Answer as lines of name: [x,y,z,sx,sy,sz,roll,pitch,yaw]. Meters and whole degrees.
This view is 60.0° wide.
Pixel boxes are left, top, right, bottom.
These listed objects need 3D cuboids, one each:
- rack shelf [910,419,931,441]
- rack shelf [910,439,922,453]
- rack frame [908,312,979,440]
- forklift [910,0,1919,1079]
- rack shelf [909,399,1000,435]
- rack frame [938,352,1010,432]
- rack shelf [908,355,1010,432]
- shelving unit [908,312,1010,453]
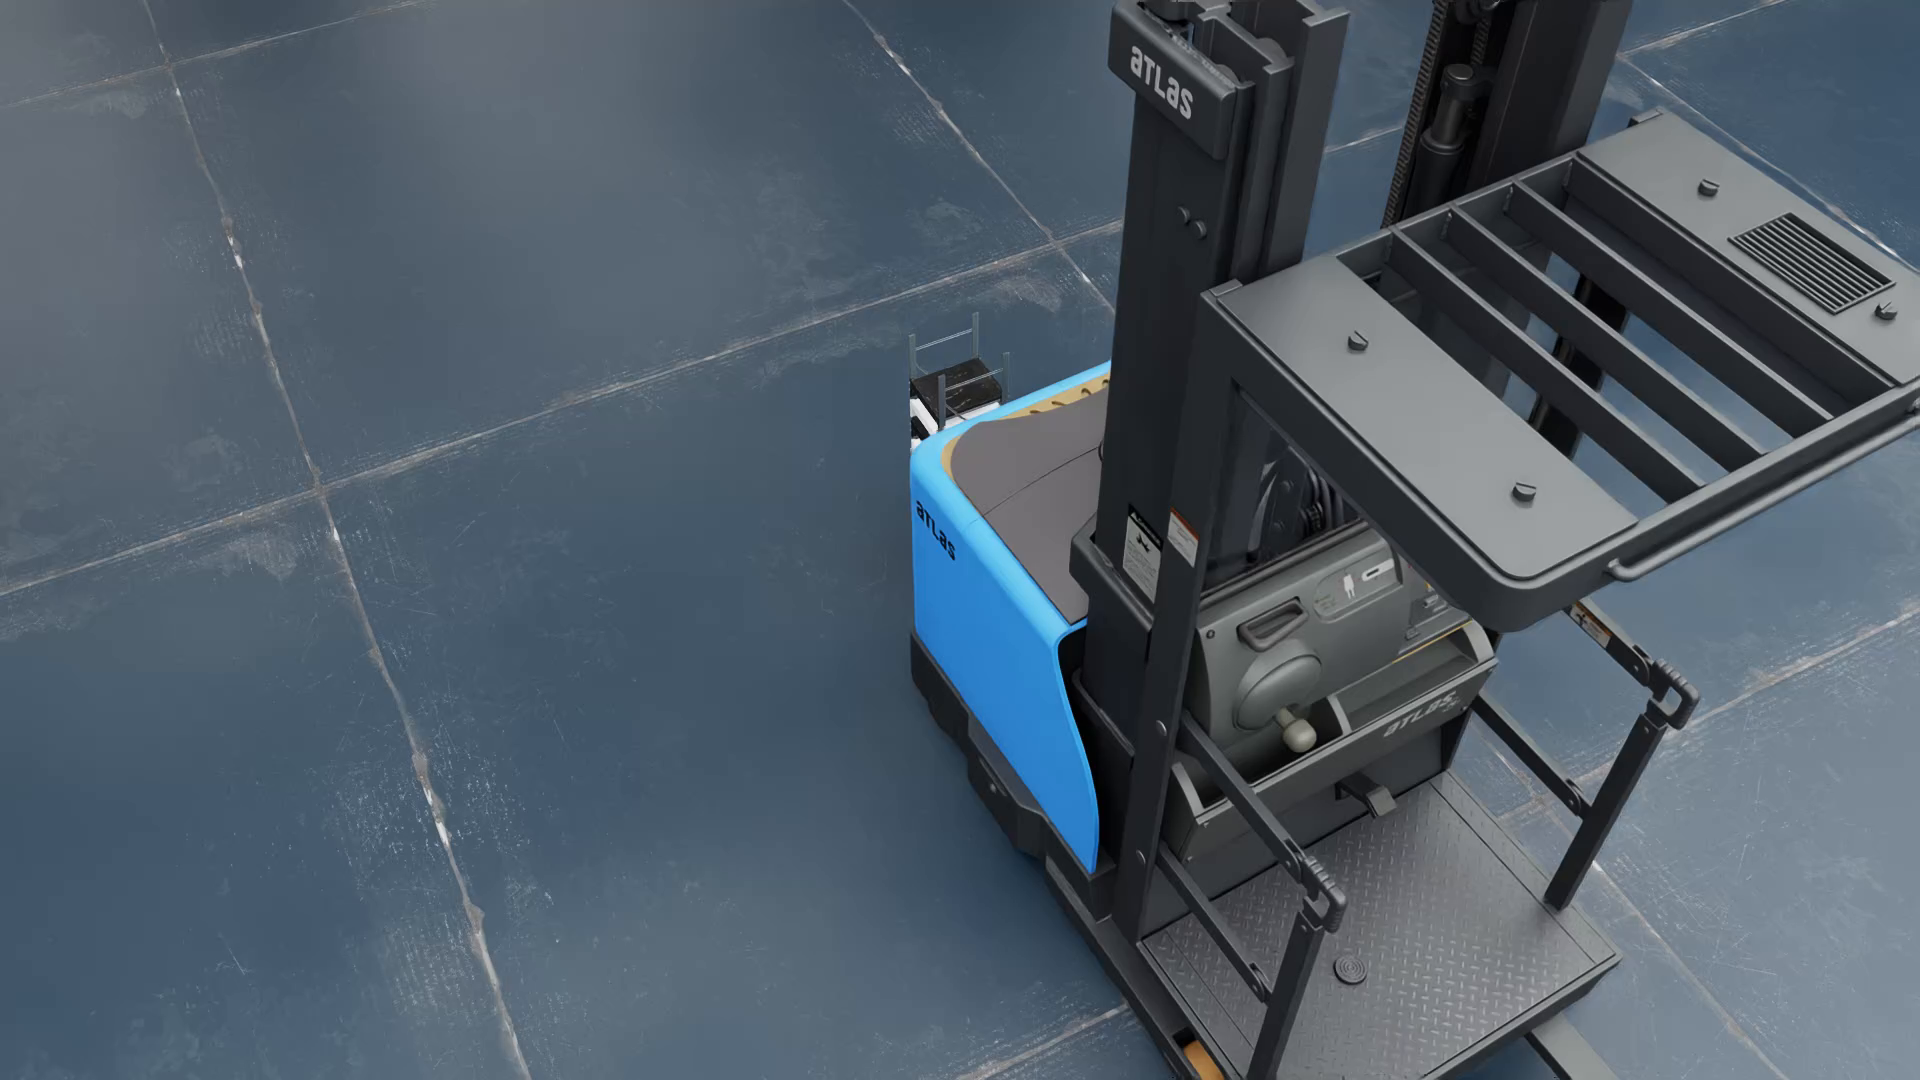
rack shelf: [-0.004,-0.339,5.373,0.258,0.077,0.200,-21,52,-18]
rack shelf: [-0.004,-0.280,5.441,0.258,0.077,0.200,-21,52,-18]
rack frame: [-0.050,-0.370,5.476,0.240,0.900,0.006,-21,52,-18]
forklift: [1.027,0.251,3.583,1.130,2.935,3.031,-24,53,-20]
rack shelf: [-0.004,-0.398,5.306,0.258,0.077,0.200,-21,52,-18]
rack frame: [0.043,-0.234,5.357,0.240,0.900,0.006,-21,52,-18]
rack shelf: [-0.004,-0.458,5.238,0.258,0.077,0.200,-21,52,-18]
shelving unit: [-0.004,-0.302,5.416,0.258,0.900,0.210,-21,52,-18]
